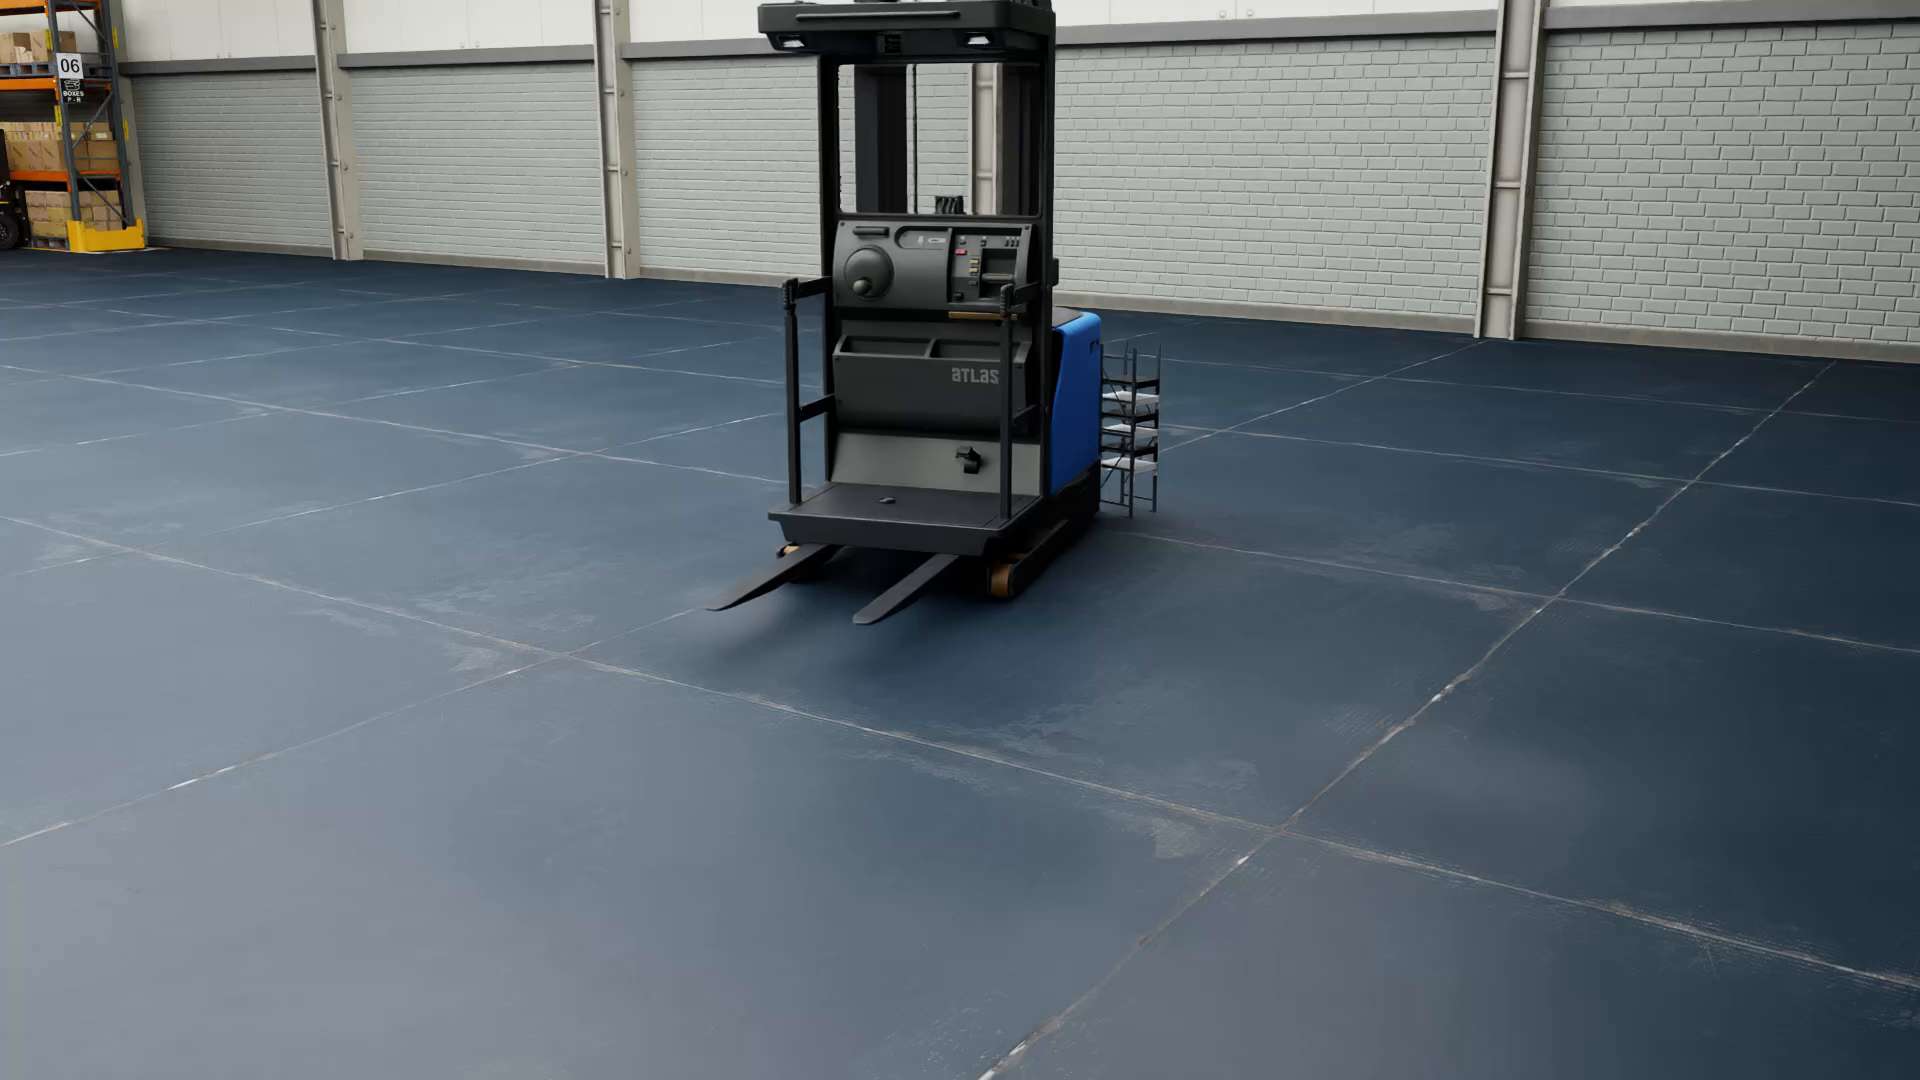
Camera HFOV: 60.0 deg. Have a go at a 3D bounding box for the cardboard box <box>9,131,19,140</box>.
[{"bbox_3d":[-16.044,-6.929,28.514,0.250,0.149,0.380,9,17,33],"label":"cardboard box"}]

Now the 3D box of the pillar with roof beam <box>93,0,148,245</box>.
[{"bbox_3d":[-16.999,-8.735,24.881,0.400,9.000,9.100,9,17,33],"label":"pillar with roof beam"}]

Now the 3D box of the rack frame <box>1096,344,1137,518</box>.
[{"bbox_3d":[0.822,-0.571,8.756,0.240,0.900,0.006,13,19,42],"label":"rack frame"}]

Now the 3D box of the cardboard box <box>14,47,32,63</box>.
[{"bbox_3d":[-15.589,-8.136,27.901,0.258,0.266,0.396,9,17,33],"label":"cardboard box"}]

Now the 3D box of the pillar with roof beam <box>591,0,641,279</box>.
[{"bbox_3d":[-7.042,-7.125,18.380,0.400,9.000,9.100,9,17,33],"label":"pillar with roof beam"}]

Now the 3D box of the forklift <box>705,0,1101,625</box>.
[{"bbox_3d":[-0.192,-1.267,7.342,1.130,2.935,3.031,4,15,17],"label":"forklift"}]

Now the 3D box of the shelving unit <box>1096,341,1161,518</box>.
[{"bbox_3d":[0.893,-0.588,8.828,0.258,0.900,0.210,13,19,42],"label":"shelving unit"}]

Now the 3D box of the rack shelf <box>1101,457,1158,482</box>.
[{"bbox_3d":[0.893,-0.381,8.879,0.258,0.077,0.200,13,19,42],"label":"rack shelf"}]

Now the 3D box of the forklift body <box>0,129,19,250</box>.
[{"bbox_3d":[-17.113,-5.886,27.626,1.214,2.155,2.313,9,17,33],"label":"forklift body"}]

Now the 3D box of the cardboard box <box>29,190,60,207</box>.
[{"bbox_3d":[-15.505,-5.829,28.396,0.500,0.250,0.500,10,17,34],"label":"cardboard box"}]

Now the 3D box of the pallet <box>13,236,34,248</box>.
[{"bbox_3d":[-16.188,-5.312,29.344,1.213,0.211,1.003,9,17,33],"label":"pallet"}]

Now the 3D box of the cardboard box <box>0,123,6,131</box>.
[{"bbox_3d":[-16.412,-7.163,28.841,0.250,0.149,0.380,9,17,33],"label":"cardboard box"}]

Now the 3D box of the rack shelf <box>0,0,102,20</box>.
[{"bbox_3d":[-16.181,-9.045,28.464,4.000,0.370,1.077,9,17,33],"label":"rack shelf"}]

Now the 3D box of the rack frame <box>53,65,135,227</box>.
[{"bbox_3d":[-14.522,-6.408,27.966,0.127,3.000,1.000,9,17,33],"label":"rack frame"}]

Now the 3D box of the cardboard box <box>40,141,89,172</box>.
[{"bbox_3d":[-15.077,-6.470,28.009,0.500,0.500,0.500,9,16,32],"label":"cardboard box"}]

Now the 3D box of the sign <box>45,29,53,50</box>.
[{"bbox_3d":[-14.836,-8.149,27.080,0.005,0.325,0.100,9,17,33],"label":"sign"}]

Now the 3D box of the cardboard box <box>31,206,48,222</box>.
[{"bbox_3d":[-15.510,-5.592,28.479,0.500,0.250,0.500,9,17,32],"label":"cardboard box"}]

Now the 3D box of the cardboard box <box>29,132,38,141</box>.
[{"bbox_3d":[-15.575,-6.873,28.286,0.250,0.149,0.380,9,17,32],"label":"cardboard box"}]

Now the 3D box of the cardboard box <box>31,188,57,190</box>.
[{"bbox_3d":[-16.062,-6.070,29.370,0.500,0.250,0.500,9,16,32],"label":"cardboard box"}]

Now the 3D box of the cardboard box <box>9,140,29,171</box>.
[{"bbox_3d":[-15.927,-6.610,28.575,0.500,0.500,0.500,9,16,32],"label":"cardboard box"}]

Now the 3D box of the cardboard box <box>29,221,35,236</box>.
[{"bbox_3d":[-15.905,-5.414,28.802,0.500,0.250,0.500,9,17,33],"label":"cardboard box"}]

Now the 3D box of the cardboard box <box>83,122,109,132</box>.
[{"bbox_3d":[-14.681,-7.003,28.195,0.250,0.149,0.380,9,16,32],"label":"cardboard box"}]

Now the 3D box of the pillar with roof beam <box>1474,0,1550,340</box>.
[{"bbox_3d":[2.915,-5.516,11.879,0.400,9.000,9.100,9,17,33],"label":"pillar with roof beam"}]

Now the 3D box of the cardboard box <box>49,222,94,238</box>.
[{"bbox_3d":[-15.088,-5.277,28.246,0.500,0.250,0.500,9,17,33],"label":"cardboard box"}]

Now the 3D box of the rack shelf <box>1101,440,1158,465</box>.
[{"bbox_3d":[0.893,-0.469,8.857,0.258,0.077,0.200,13,19,42],"label":"rack shelf"}]

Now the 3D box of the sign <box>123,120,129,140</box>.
[{"bbox_3d":[-14.207,-6.976,28.297,0.005,0.325,0.100,9,17,33],"label":"sign"}]

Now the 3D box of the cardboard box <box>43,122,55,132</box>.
[{"bbox_3d":[-15.159,-6.949,27.974,0.250,0.149,0.380,9,17,33],"label":"cardboard box"}]

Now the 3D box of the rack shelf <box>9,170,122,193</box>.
[{"bbox_3d":[-16.181,-6.327,29.136,4.000,0.370,1.077,9,17,33],"label":"rack shelf"}]

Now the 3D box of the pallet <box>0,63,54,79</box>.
[{"bbox_3d":[-16.111,-8.084,28.681,1.213,0.211,1.003,9,17,33],"label":"pallet"}]

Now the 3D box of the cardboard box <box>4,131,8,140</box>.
[{"bbox_3d":[-16.451,-7.001,28.805,0.250,0.149,0.380,9,16,32],"label":"cardboard box"}]

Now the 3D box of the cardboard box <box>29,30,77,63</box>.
[{"bbox_3d":[-15.025,-8.176,27.575,0.500,0.500,0.500,10,17,35],"label":"cardboard box"}]

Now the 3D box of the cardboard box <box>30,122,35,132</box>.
[{"bbox_3d":[-15.556,-7.026,28.288,0.250,0.149,0.380,9,17,33],"label":"cardboard box"}]

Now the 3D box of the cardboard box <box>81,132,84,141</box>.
[{"bbox_3d":[-14.899,-6.889,28.352,0.250,0.149,0.380,9,17,33],"label":"cardboard box"}]

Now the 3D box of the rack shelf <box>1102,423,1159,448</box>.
[{"bbox_3d":[0.893,-0.556,8.836,0.258,0.077,0.200,13,19,42],"label":"rack shelf"}]

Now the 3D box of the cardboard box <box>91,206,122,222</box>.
[{"bbox_3d":[-14.796,-5.624,28.608,0.500,0.250,0.500,10,17,34],"label":"cardboard box"}]

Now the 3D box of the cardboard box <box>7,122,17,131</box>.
[{"bbox_3d":[-16.052,-7.073,28.476,0.250,0.149,0.380,10,17,34],"label":"cardboard box"}]

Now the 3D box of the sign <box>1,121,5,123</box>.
[{"bbox_3d":[-17.532,-7.514,30.468,0.005,0.325,0.100,9,17,33],"label":"sign"}]

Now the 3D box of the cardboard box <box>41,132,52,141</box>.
[{"bbox_3d":[-15.195,-6.790,27.953,0.250,0.149,0.380,9,17,34],"label":"cardboard box"}]

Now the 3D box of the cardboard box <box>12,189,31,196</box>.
[{"bbox_3d":[-16.345,-5.964,28.942,0.500,0.250,0.500,9,16,32],"label":"cardboard box"}]
